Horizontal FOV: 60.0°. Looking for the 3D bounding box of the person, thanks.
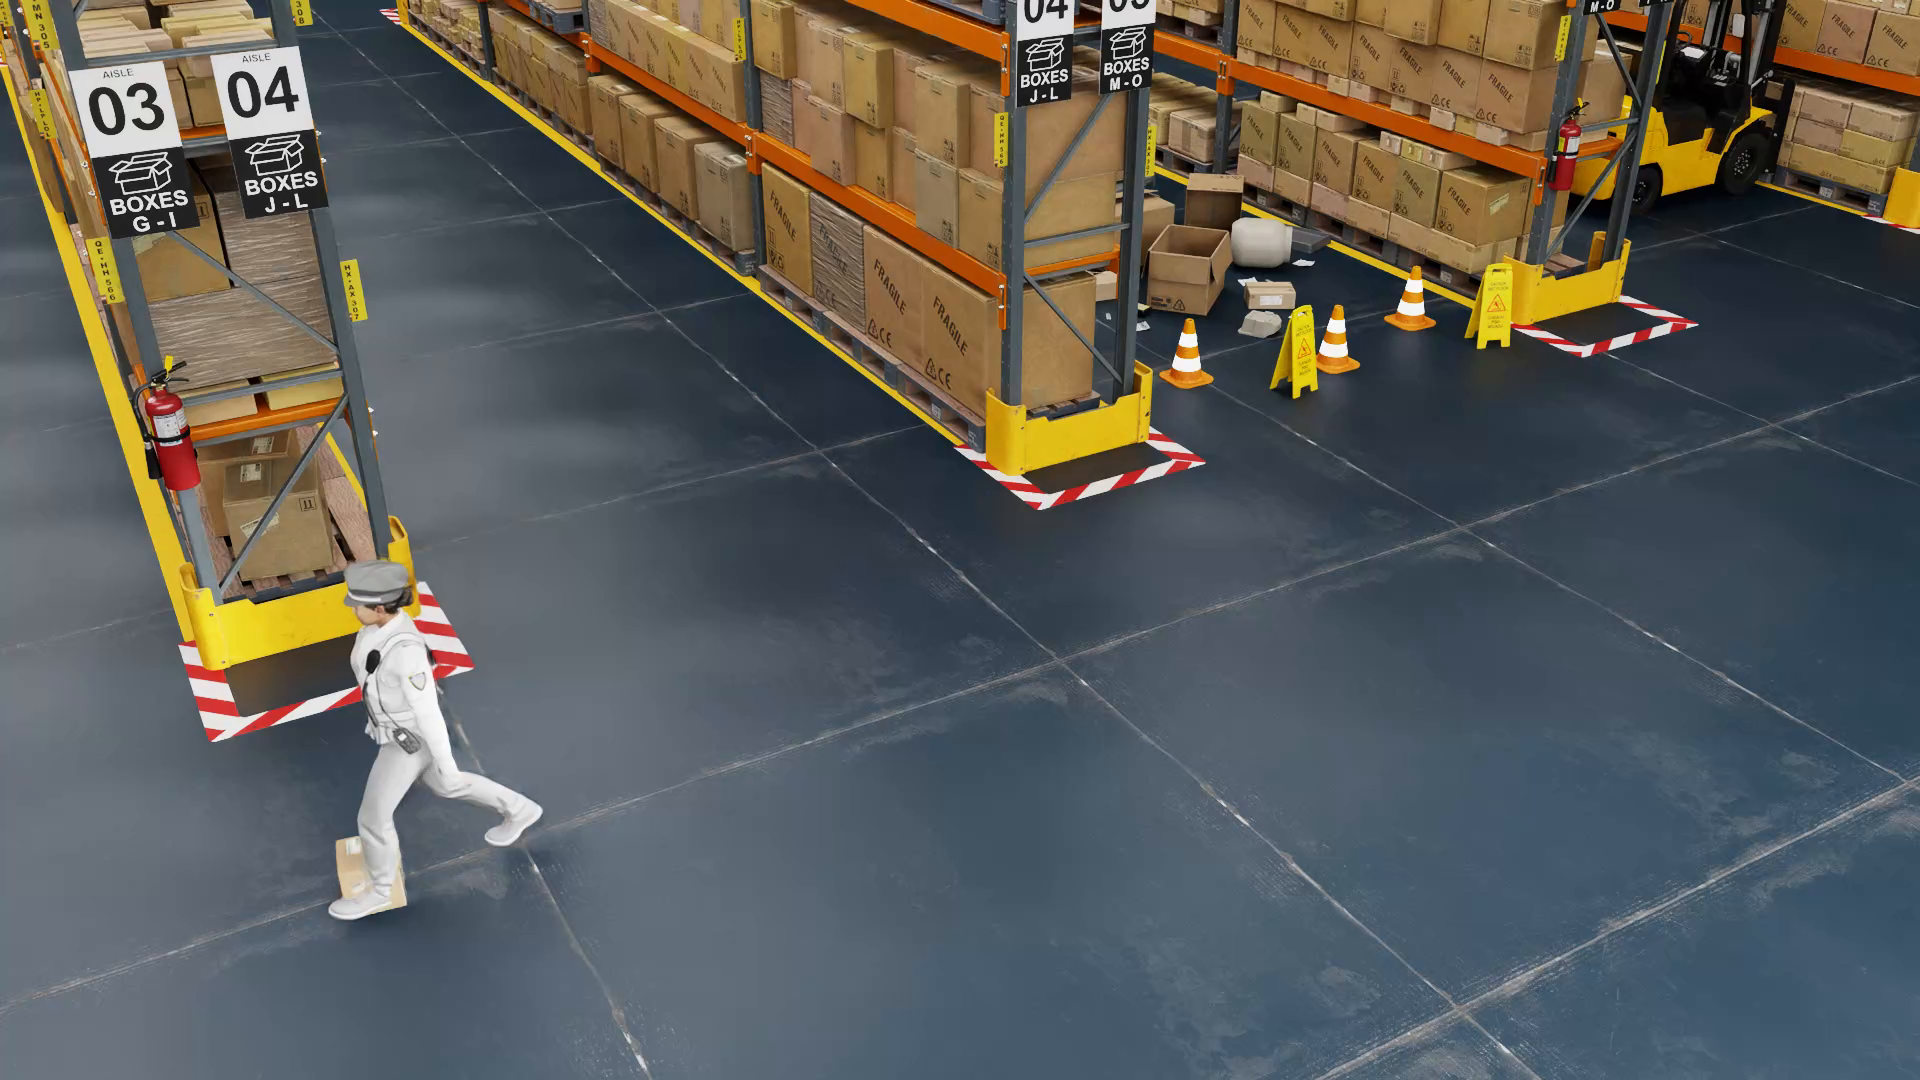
[{"bbox_3d":[-2.344,0.801,7.114,0.984,1.619,0.530,-14,32,-23],"label":"person"}]
